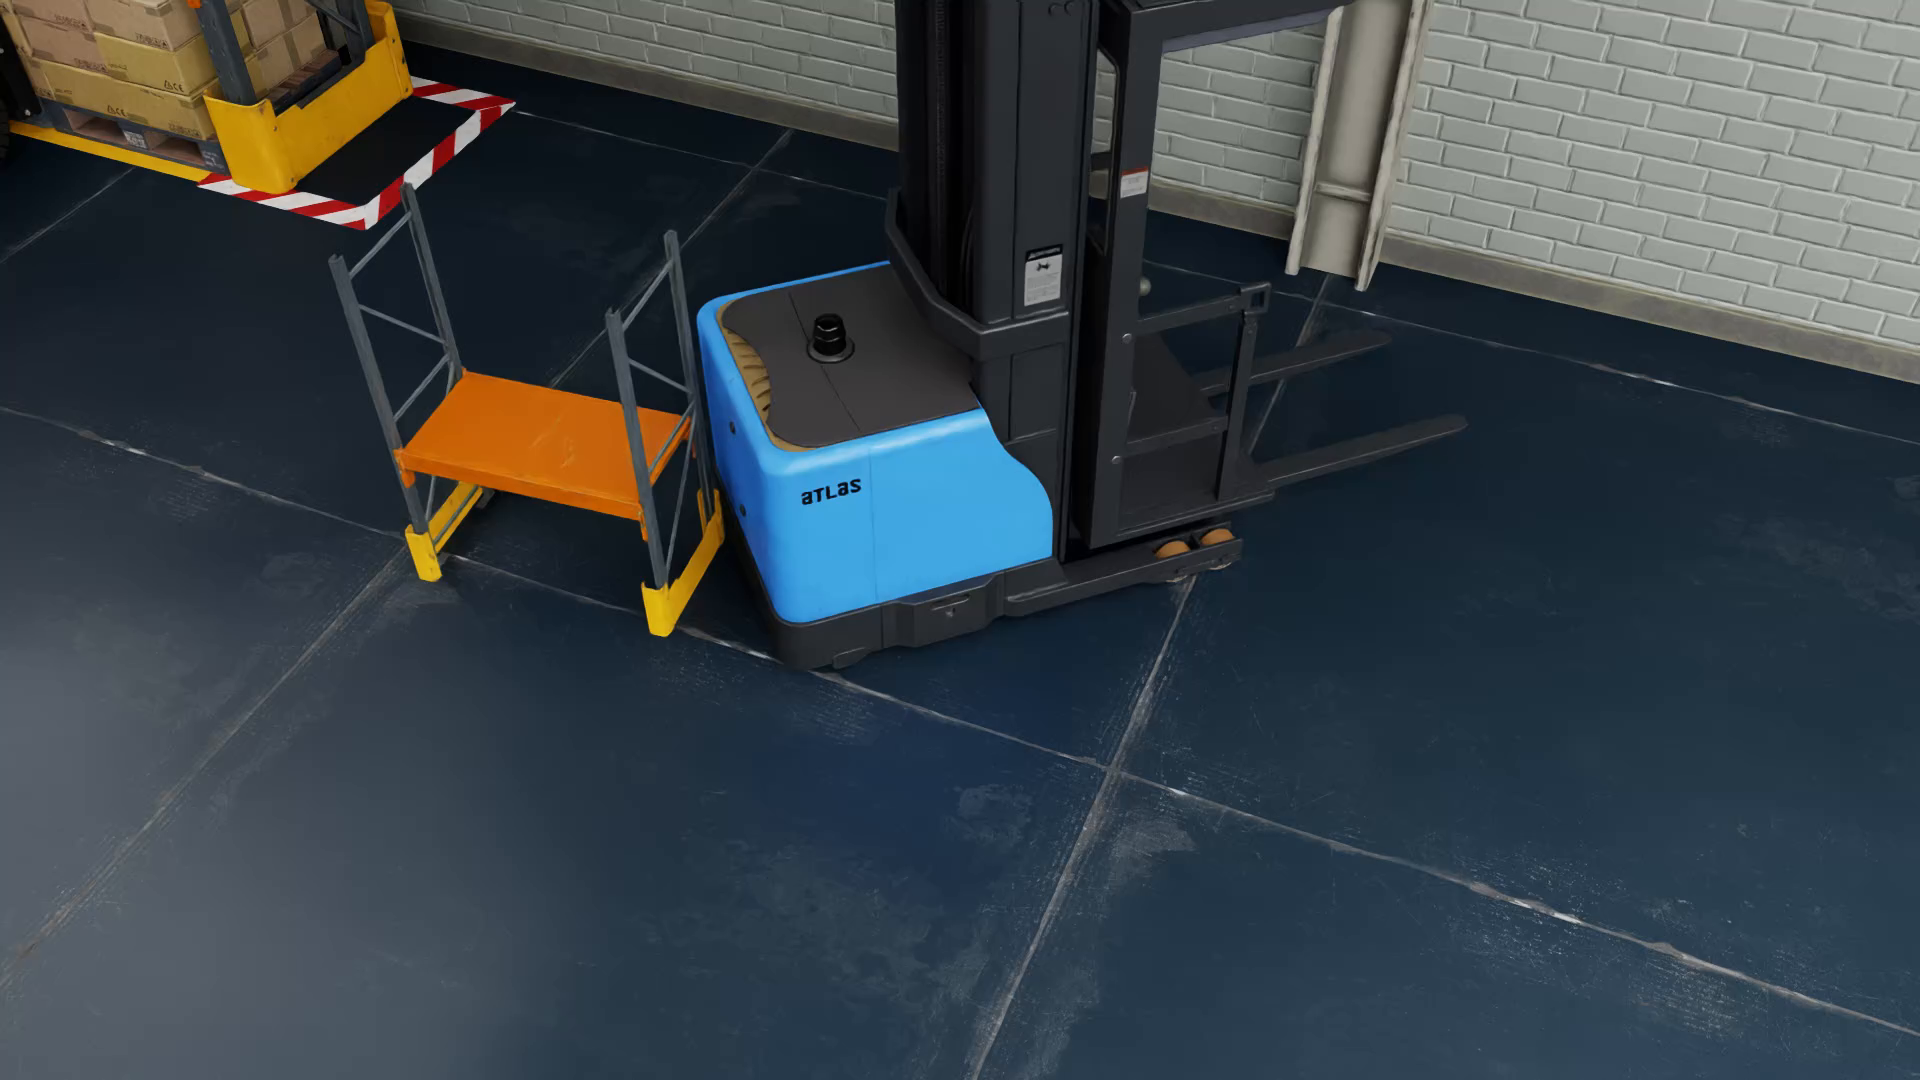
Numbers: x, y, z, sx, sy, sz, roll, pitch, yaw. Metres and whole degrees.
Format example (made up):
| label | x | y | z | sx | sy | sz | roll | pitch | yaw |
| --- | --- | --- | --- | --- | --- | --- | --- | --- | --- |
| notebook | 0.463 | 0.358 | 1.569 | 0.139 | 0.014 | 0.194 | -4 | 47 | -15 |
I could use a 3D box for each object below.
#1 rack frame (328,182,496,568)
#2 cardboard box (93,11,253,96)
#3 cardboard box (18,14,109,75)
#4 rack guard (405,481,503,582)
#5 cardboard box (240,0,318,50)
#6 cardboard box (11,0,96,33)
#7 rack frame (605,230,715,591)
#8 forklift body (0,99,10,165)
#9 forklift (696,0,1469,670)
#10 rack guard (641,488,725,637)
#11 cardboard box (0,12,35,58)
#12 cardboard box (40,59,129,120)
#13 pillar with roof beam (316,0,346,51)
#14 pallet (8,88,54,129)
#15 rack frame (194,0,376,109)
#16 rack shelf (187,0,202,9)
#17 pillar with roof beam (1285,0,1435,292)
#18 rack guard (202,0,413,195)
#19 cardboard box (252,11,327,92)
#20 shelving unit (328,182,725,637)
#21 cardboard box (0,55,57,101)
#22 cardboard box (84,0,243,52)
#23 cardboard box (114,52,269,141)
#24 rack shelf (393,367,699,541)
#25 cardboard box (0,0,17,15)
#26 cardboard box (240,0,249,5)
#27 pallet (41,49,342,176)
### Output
| label | x | y | z | sx | sy | sz | roll | pitch | yaw |
| --- | --- | --- | --- | --- | --- | --- | --- | --- | --- |
| rack frame | -2.028 | -0.568 | 6.258 | 0.032 | 1.500 | 0.500 | 12 | 46 | 12 |
| cardboard box | -3.999 | -2.535 | 8.469 | 0.500 | 0.250 | 0.500 | 16 | 47 | 15 |
| cardboard box | -4.458 | -2.678 | 8.613 | 0.500 | 0.250 | 0.500 | 16 | 47 | 15 |
| rack guard | -2.027 | -0.125 | 6.698 | 0.087 | 0.250 | 0.587 | 12 | 46 | 12 |
| cardboard box | -3.783 | -2.869 | 8.805 | 0.500 | 0.250 | 0.500 | 17 | 47 | 17 |
| cardboard box | -4.448 | -2.841 | 8.421 | 0.500 | 0.250 | 0.500 | 17 | 47 | 17 |
| rack frame | -1.056 | -0.359 | 6.047 | 0.032 | 1.500 | 0.500 | 12 | 46 | 12 |
| forklift body | -5.882 | -2.282 | 7.518 | 1.214 | 2.155 | 2.313 | 16 | 47 | 16 |
| forklift | 0.587 | -1.207 | 5.886 | 3.031 | 2.935 | 1.130 | -15 | 47 | -15 |
| rack guard | -1.075 | 0.081 | 6.492 | 0.087 | 0.250 | 0.587 | 12 | 46 | 12 |
| cardboard box | -4.942 | -2.805 | 8.740 | 0.500 | 0.250 | 0.500 | 15 | 47 | 15 |
| cardboard box | -4.440 | -2.492 | 8.780 | 0.500 | 0.250 | 0.500 | 16 | 47 | 16 |
| pillar with roof beam | -5.382 | -3.355 | 3.742 | 0.400 | 9.000 | 9.100 | 16 | 47 | 16 |
| pallet | -5.273 | -2.779 | 9.394 | 1.213 | 0.211 | 1.003 | 16 | 47 | 16 |
| rack frame | -3.429 | -3.255 | 7.895 | 0.127 | 3.000 | 1.000 | 16 | 47 | 16 |
| rack shelf | -5.275 | -3.543 | 8.695 | 4.000 | 0.370 | 1.077 | 16 | 47 | 16 |
| pillar with roof beam | 0.155 | -1.726 | 2.105 | 0.400 | 9.000 | 9.100 | 16 | 47 | 16 |
| rack guard | -3.407 | -2.363 | 8.770 | 0.348 | 0.500 | 1.175 | 16 | 47 | 16 |
| cardboard box | -3.807 | -2.690 | 8.979 | 0.500 | 0.250 | 0.500 | 17 | 47 | 16 |
| shelving unit | -1.551 | -0.465 | 6.154 | 1.083 | 1.500 | 0.587 | 12 | 46 | 12 |
| cardboard box | -4.898 | -2.634 | 8.923 | 0.500 | 0.250 | 0.500 | 17 | 47 | 16 |
| cardboard box | -3.974 | -2.706 | 8.286 | 0.500 | 0.250 | 0.500 | 18 | 48 | 17 |
| cardboard box | -3.985 | -2.351 | 8.638 | 0.500 | 0.250 | 0.500 | 17 | 47 | 16 |
| rack shelf | -1.542 | -0.336 | 6.279 | 1.000 | 0.185 | 0.538 | 12 | 46 | 12 |
| cardboard box | -4.917 | -2.971 | 8.552 | 0.500 | 0.250 | 0.500 | 17 | 47 | 16 |
| cardboard box | -3.800 | -3.038 | 8.619 | 0.500 | 0.250 | 0.500 | 16 | 47 | 15 |
| pallet | -4.151 | -2.447 | 9.060 | 1.213 | 0.211 | 1.003 | 16 | 47 | 16 |
